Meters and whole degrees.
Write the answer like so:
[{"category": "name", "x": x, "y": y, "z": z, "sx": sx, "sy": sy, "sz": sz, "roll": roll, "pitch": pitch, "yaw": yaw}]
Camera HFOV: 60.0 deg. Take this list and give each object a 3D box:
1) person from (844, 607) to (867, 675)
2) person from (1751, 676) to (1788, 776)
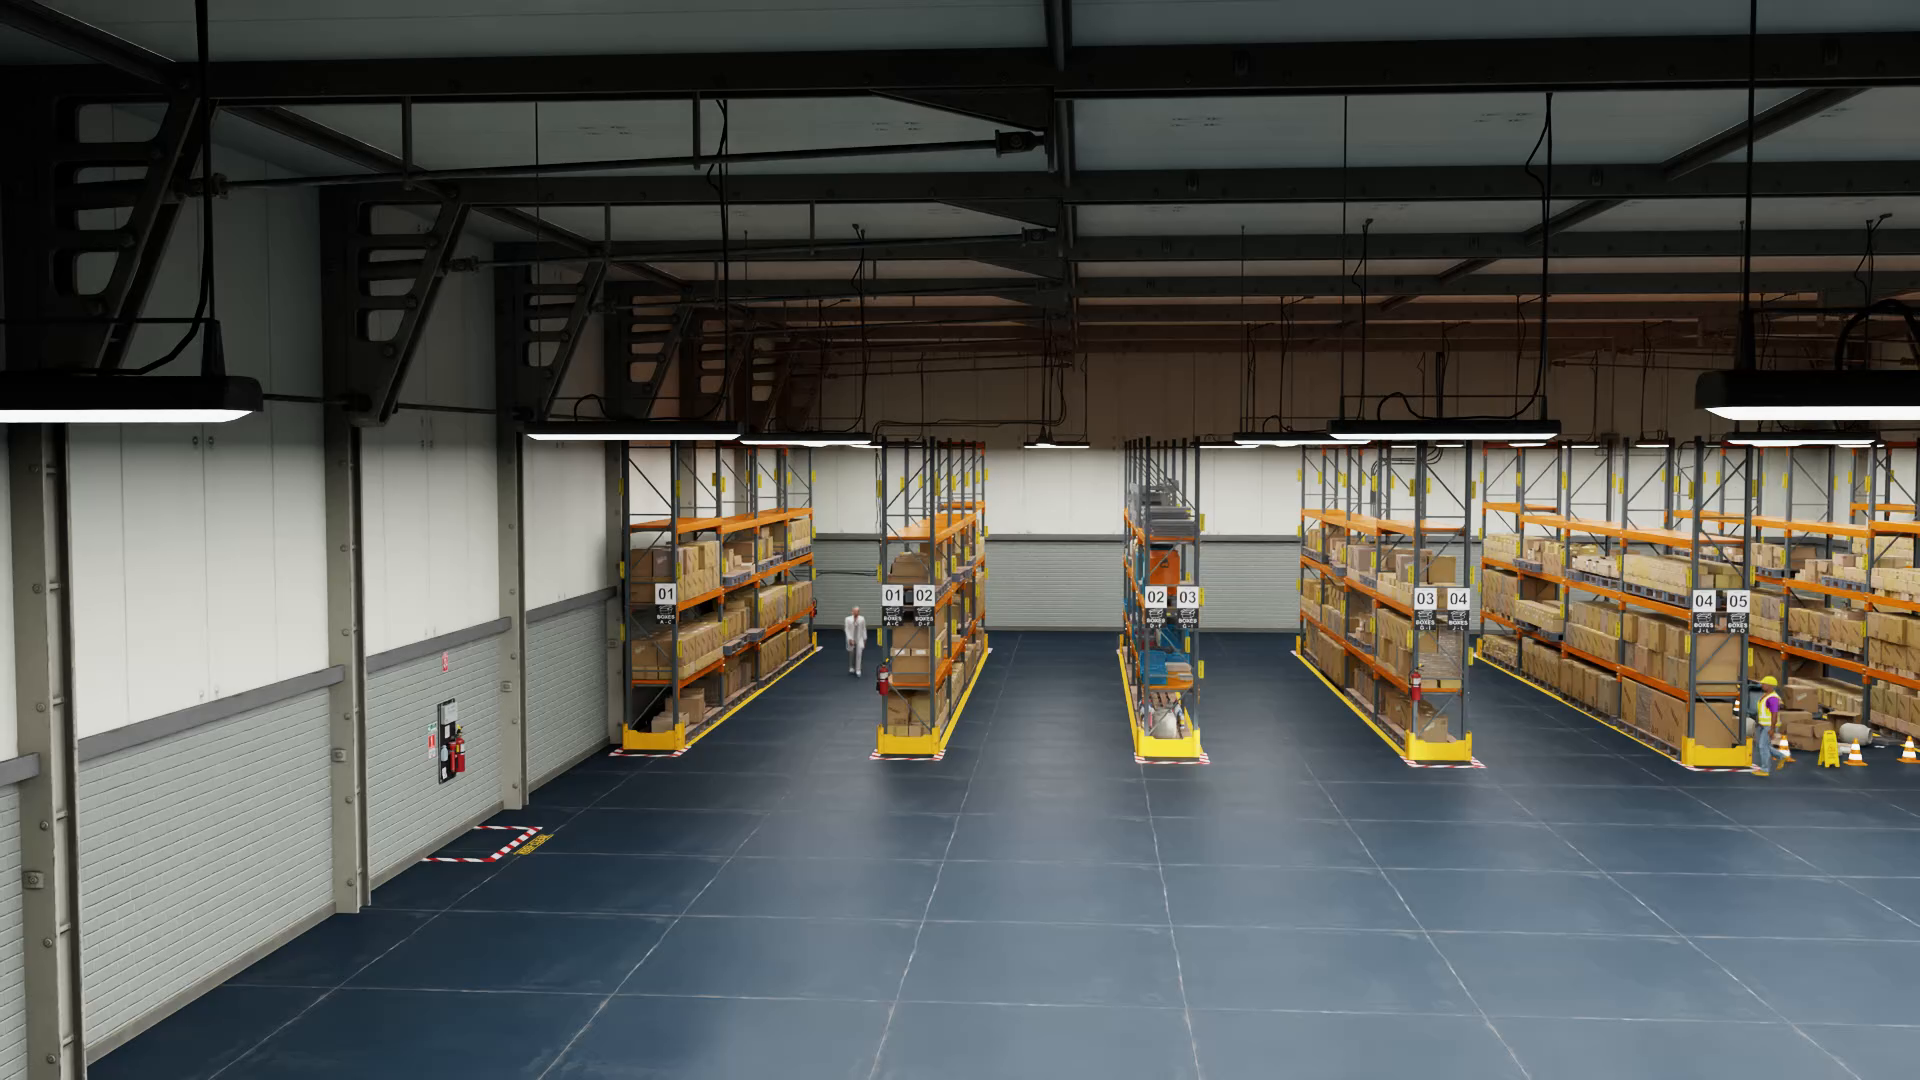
[{"category": "person", "x": -2.656, "y": 2.568, "z": 42.553, "sx": 0.596, "sy": 1.722, "sz": 1.070, "roll": -1, "pitch": 3, "yaw": -10}, {"category": "person", "x": 14.261, "y": 3.268, "z": 29.216, "sx": 0.693, "sy": 1.755, "sz": 0.582, "roll": 0, "pitch": 3, "yaw": 3}]
